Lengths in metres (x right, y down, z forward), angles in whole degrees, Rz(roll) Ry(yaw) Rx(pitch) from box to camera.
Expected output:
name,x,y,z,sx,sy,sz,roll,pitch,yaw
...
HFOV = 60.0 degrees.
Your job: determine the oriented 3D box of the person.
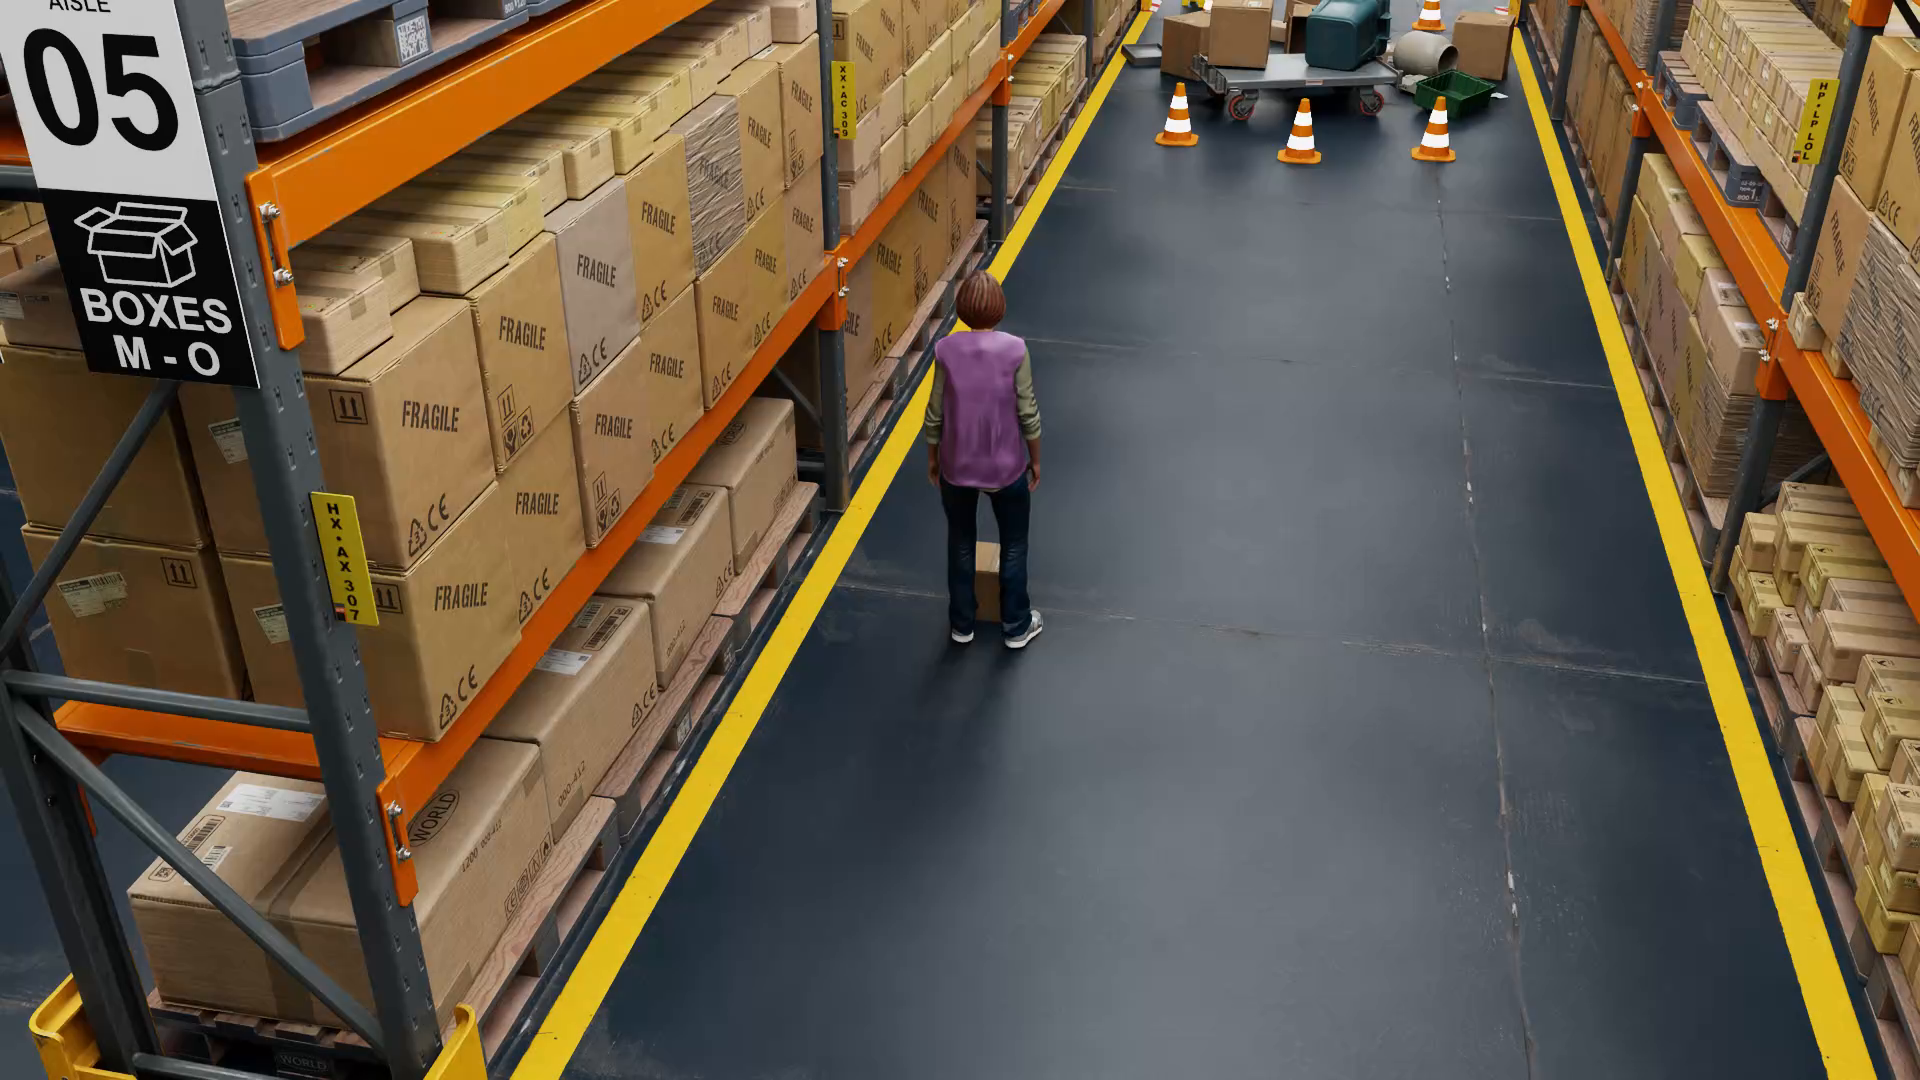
name,x,y,z,sx,sy,sz,roll,pitch,yaw
person,0.099,-0.285,6.660,0.483,1.581,0.349,4,29,7
